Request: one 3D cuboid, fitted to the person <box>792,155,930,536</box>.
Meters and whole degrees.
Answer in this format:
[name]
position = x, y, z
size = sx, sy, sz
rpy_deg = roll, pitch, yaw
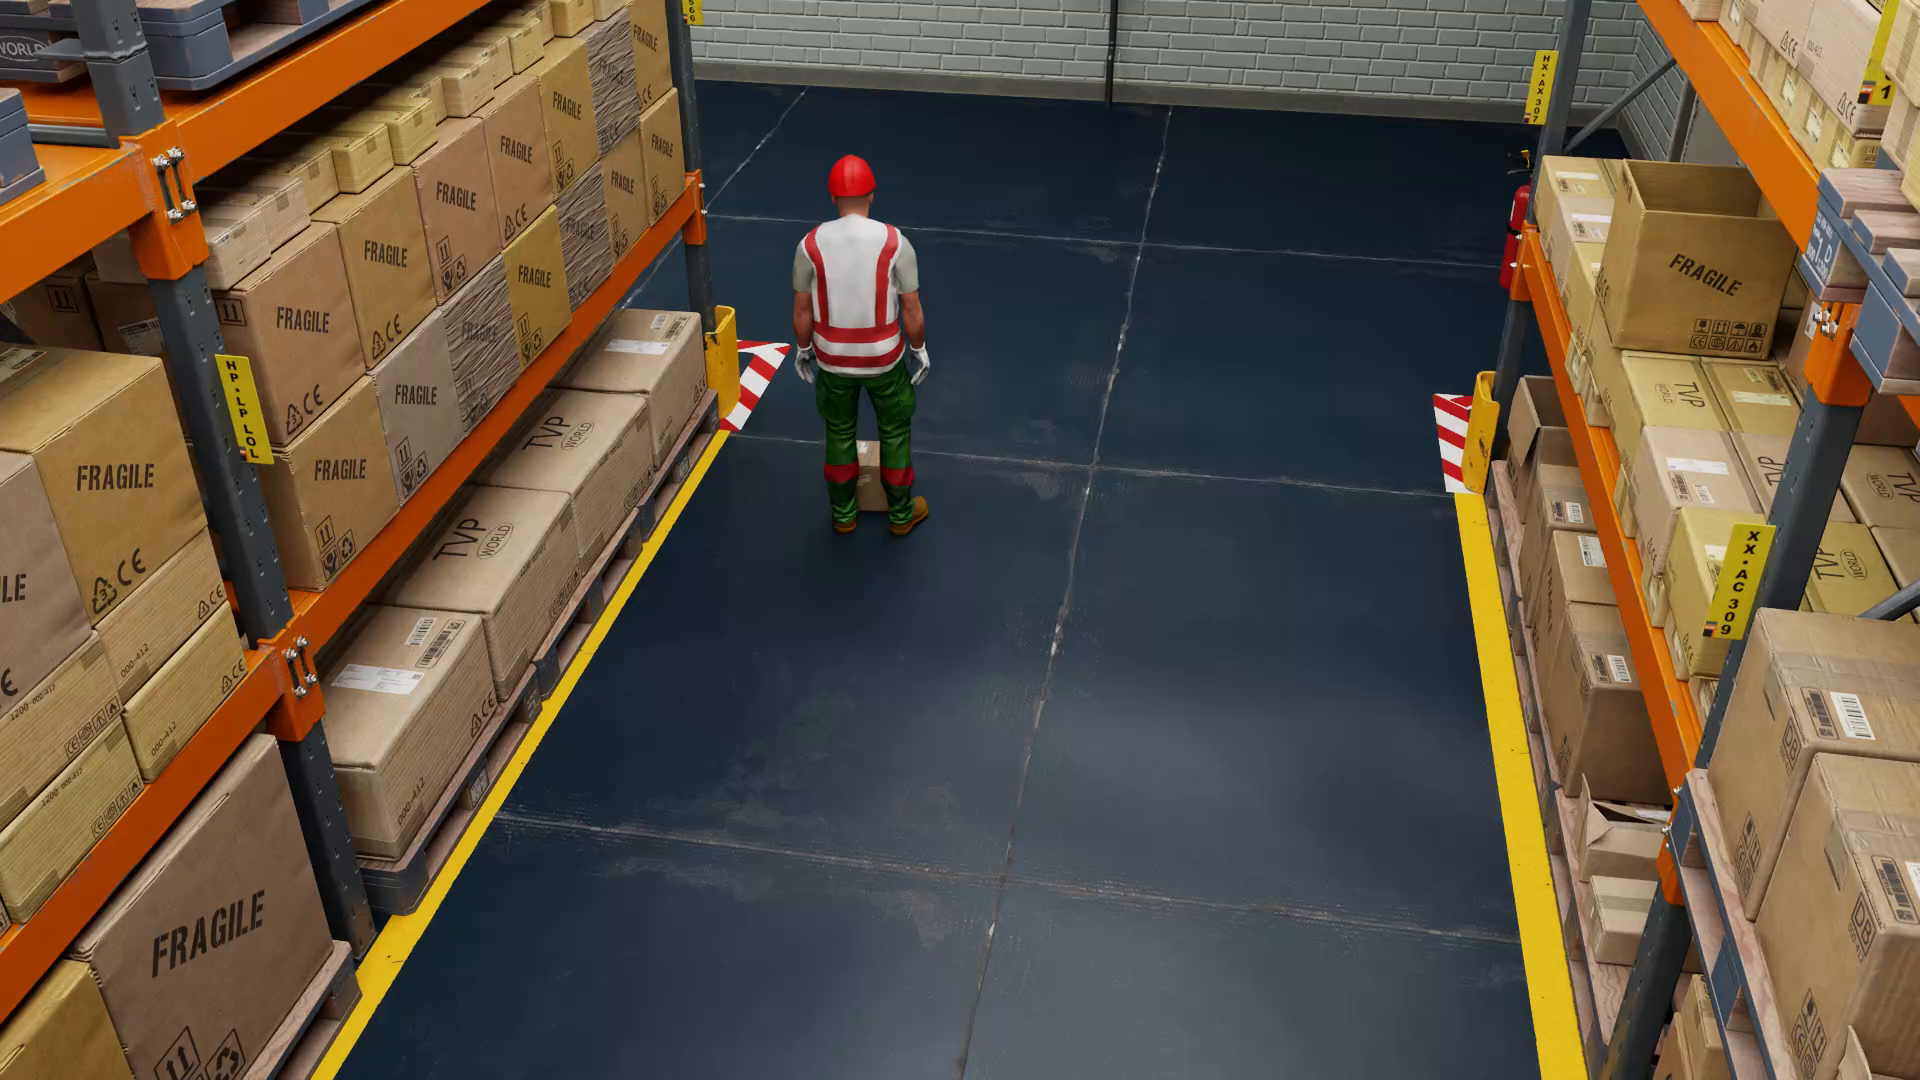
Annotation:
[person]
position = -0.440, -0.837, 7.459
size = 0.610, 1.777, 0.451
rpy_deg = 2, 32, 4
